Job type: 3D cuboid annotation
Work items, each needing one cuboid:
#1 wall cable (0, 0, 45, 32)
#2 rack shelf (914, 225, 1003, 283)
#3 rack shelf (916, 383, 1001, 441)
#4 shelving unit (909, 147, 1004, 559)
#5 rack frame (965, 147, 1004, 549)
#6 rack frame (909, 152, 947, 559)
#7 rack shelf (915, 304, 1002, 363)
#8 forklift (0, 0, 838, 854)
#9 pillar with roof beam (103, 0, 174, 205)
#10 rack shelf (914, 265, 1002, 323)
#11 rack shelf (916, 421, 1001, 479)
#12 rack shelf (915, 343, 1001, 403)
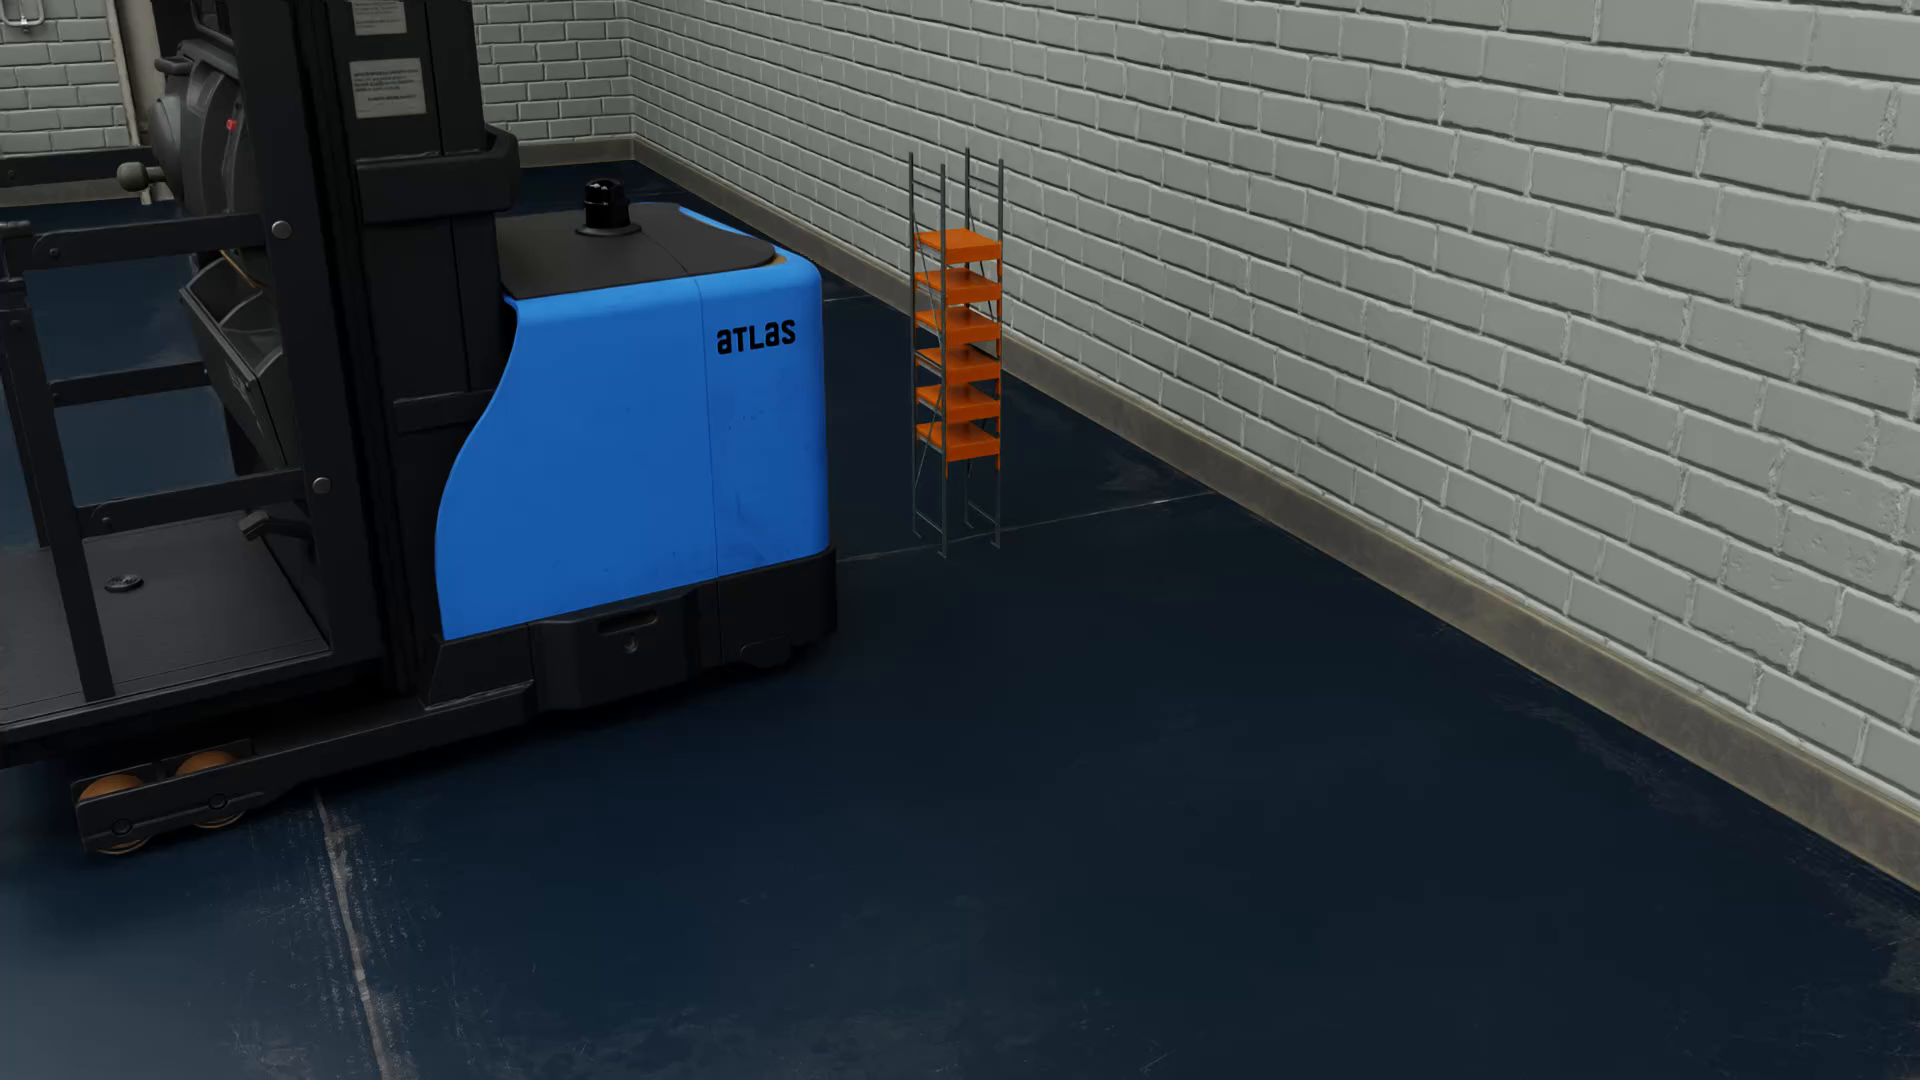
[{"bbox_3d":[-6.238,-3.796,9.171,1.851,1.984,0.084,-10,25,-24],"label":"wall cable"},{"bbox_3d":[-0.013,-0.844,4.894,0.180,0.103,0.258,-10,25,-24],"label":"rack shelf"},{"bbox_3d":[-0.013,-0.400,5.078,0.180,0.103,0.258,-10,25,-24],"label":"rack shelf"},{"bbox_3d":[-0.013,-0.552,5.015,0.189,1.200,0.258,-10,25,-24],"label":"shelving unit"},{"bbox_3d":[0.069,-0.567,5.051,0.006,1.200,0.240,-10,25,-24],"label":"rack frame"},{"bbox_3d":[-0.095,-0.537,4.978,0.006,1.200,0.240,-10,25,-24],"label":"rack frame"},{"bbox_3d":[-0.013,-0.622,4.986,0.180,0.103,0.258,-10,25,-24],"label":"rack shelf"},{"bbox_3d":[-1.852,-0.905,3.603,3.031,2.935,1.130,-13,26,-29],"label":"forklift"},{"bbox_3d":[-3.056,-4.823,5.135,0.400,9.000,9.100,-10,25,-24],"label":"pillar with roof beam"},{"bbox_3d":[-0.013,-0.733,4.940,0.180,0.103,0.258,-10,25,-24],"label":"rack shelf"},{"bbox_3d":[-0.013,-0.289,5.124,0.180,0.103,0.258,-10,25,-24],"label":"rack shelf"},{"bbox_3d":[-0.013,-0.511,5.032,0.180,0.103,0.258,-10,25,-24],"label":"rack shelf"}]
